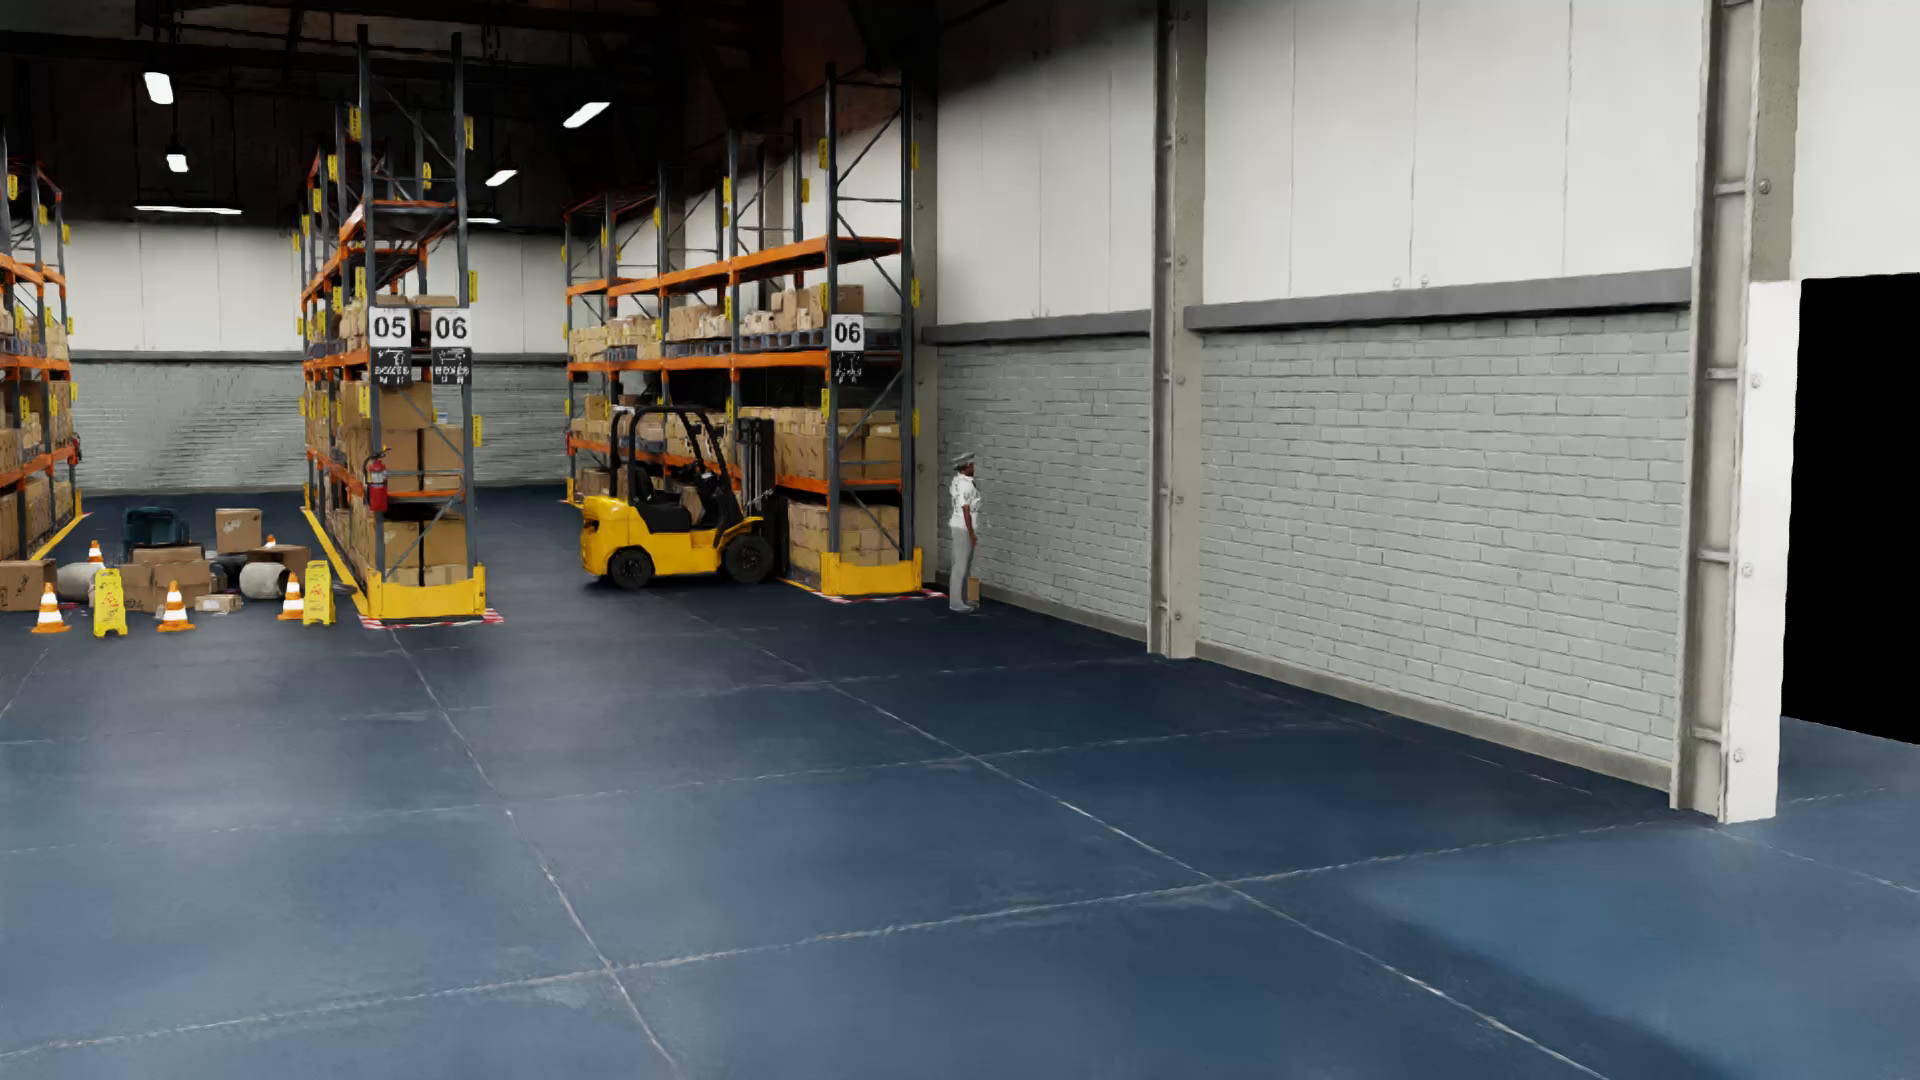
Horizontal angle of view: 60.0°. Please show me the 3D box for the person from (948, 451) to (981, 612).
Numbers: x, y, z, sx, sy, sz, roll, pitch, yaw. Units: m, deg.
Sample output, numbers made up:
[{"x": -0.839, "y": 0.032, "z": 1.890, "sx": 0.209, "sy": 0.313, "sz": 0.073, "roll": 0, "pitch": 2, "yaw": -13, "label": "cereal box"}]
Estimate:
[{"x": 0.051, "y": -0.096, "z": 17.711, "sx": 0.353, "sy": 1.690, "sz": 0.553, "roll": 0, "pitch": 6, "yaw": -4, "label": "person"}]
